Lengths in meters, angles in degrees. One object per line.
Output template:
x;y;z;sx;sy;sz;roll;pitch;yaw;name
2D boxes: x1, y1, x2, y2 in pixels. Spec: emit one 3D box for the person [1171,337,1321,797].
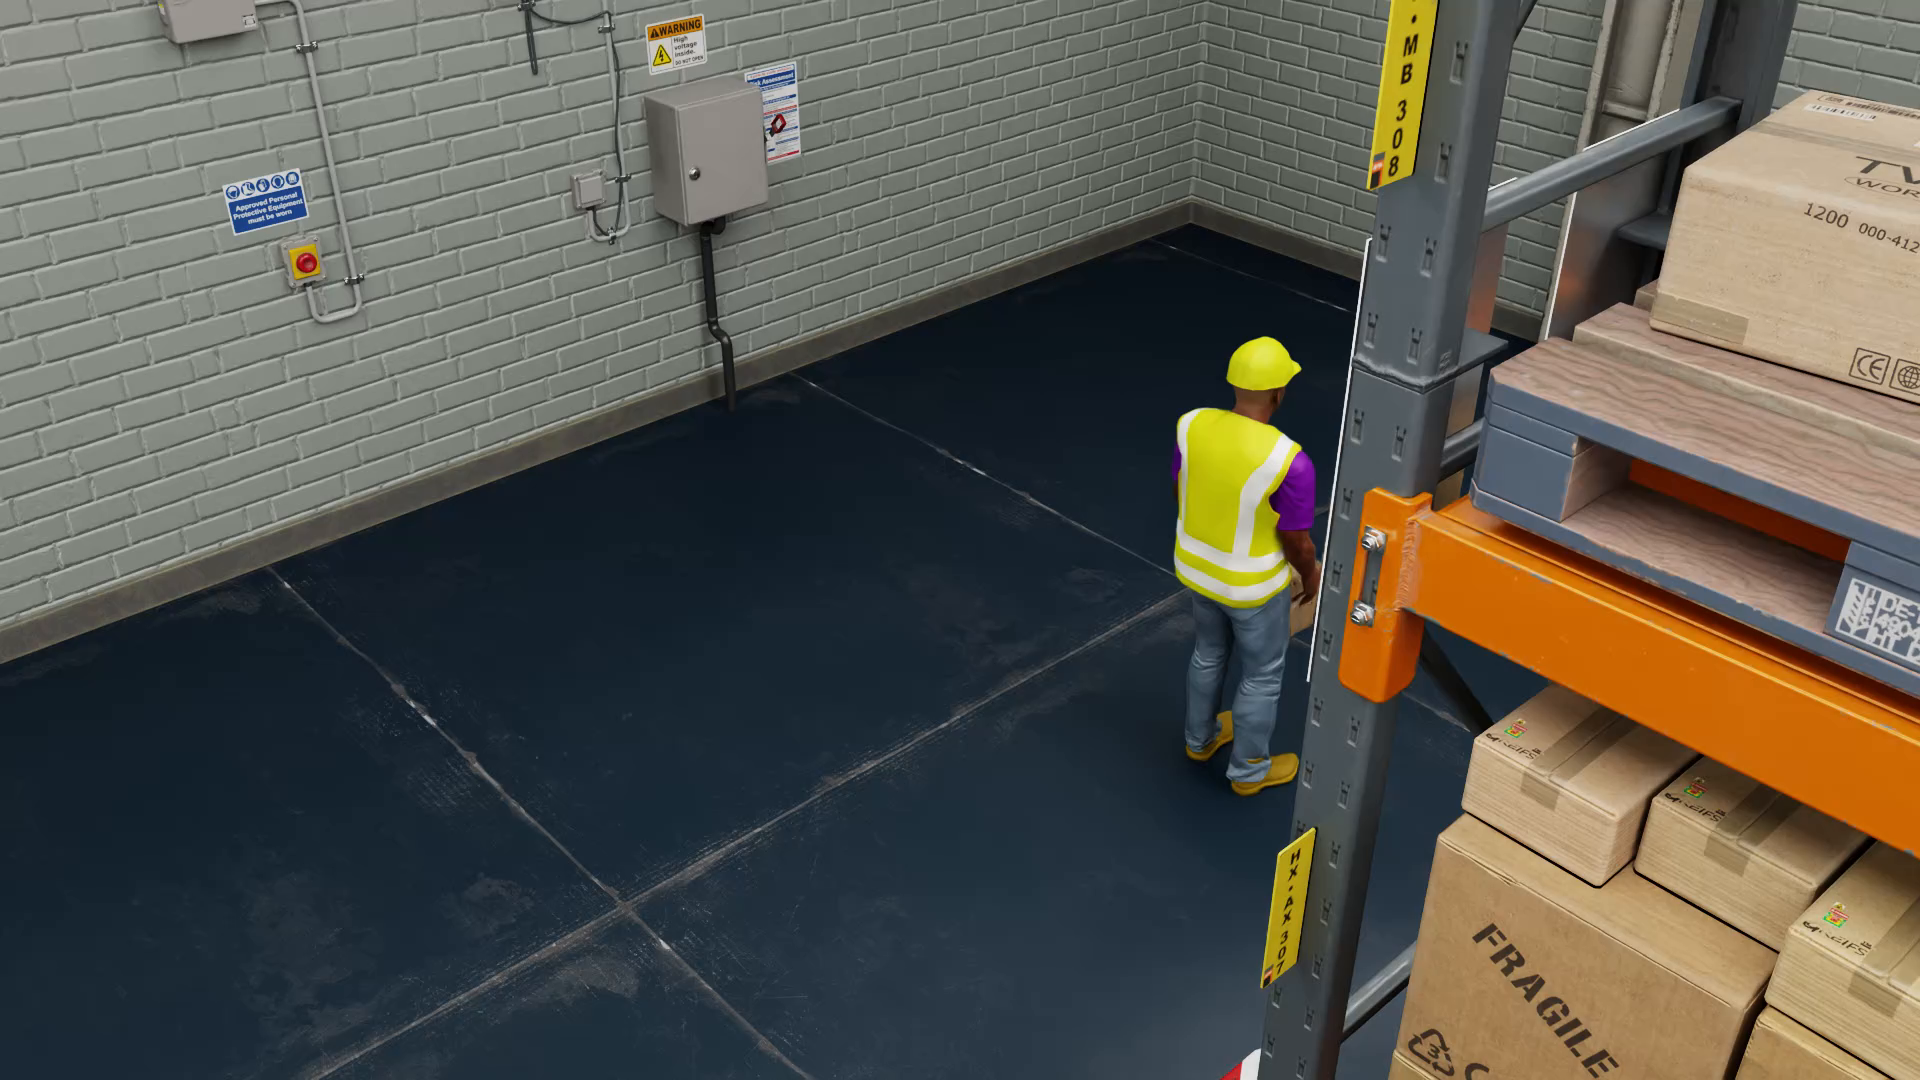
1.004;0.100;5.950;0.456;1.767;0.580;-27;41;-36;person
